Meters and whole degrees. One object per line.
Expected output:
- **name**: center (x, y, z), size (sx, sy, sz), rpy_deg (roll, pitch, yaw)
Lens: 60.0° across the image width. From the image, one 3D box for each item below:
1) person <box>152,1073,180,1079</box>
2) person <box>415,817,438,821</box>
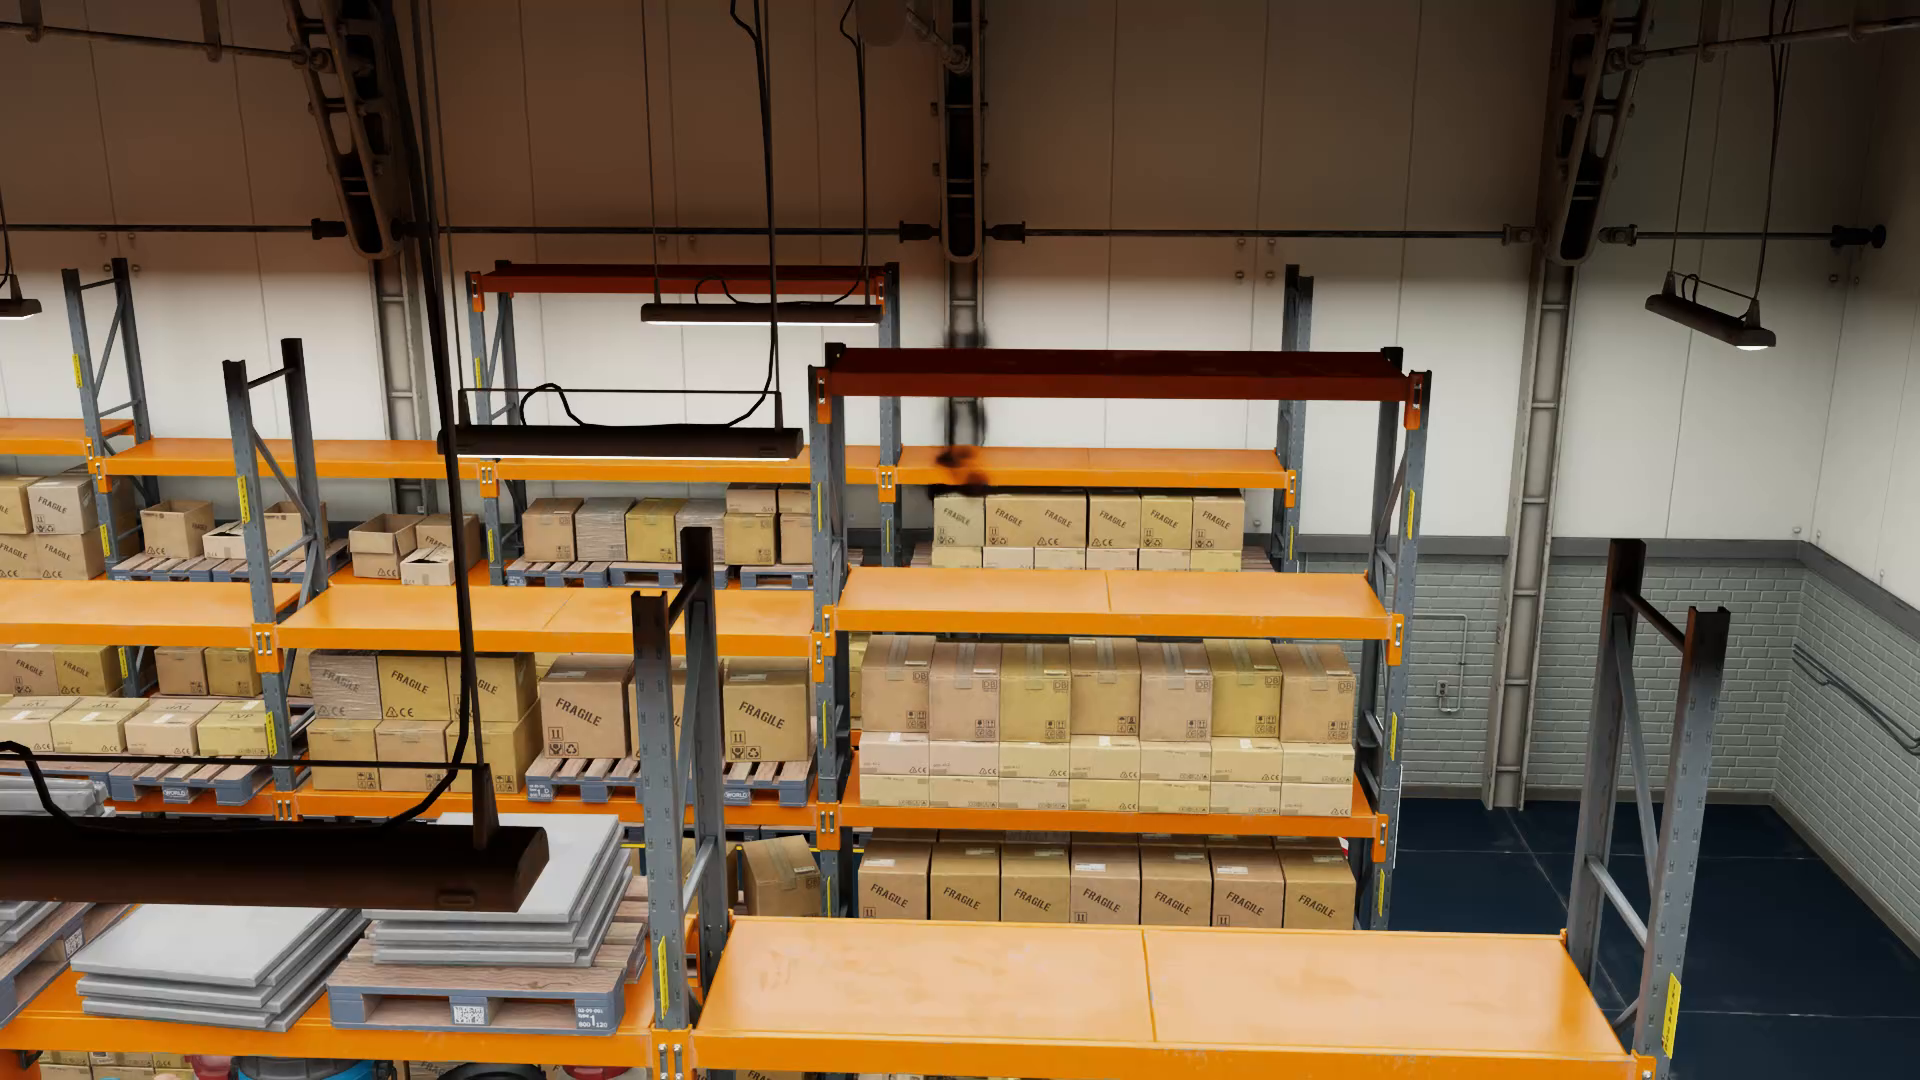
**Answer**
- **person**: center (-5.113, 4.240, 10.886), size (0.976, 1.721, 0.698), rpy_deg (1, 16, 2)
- **person**: center (-4.950, 2.781, 16.251), size (0.725, 1.604, 0.556), rpy_deg (-2, 16, -8)
